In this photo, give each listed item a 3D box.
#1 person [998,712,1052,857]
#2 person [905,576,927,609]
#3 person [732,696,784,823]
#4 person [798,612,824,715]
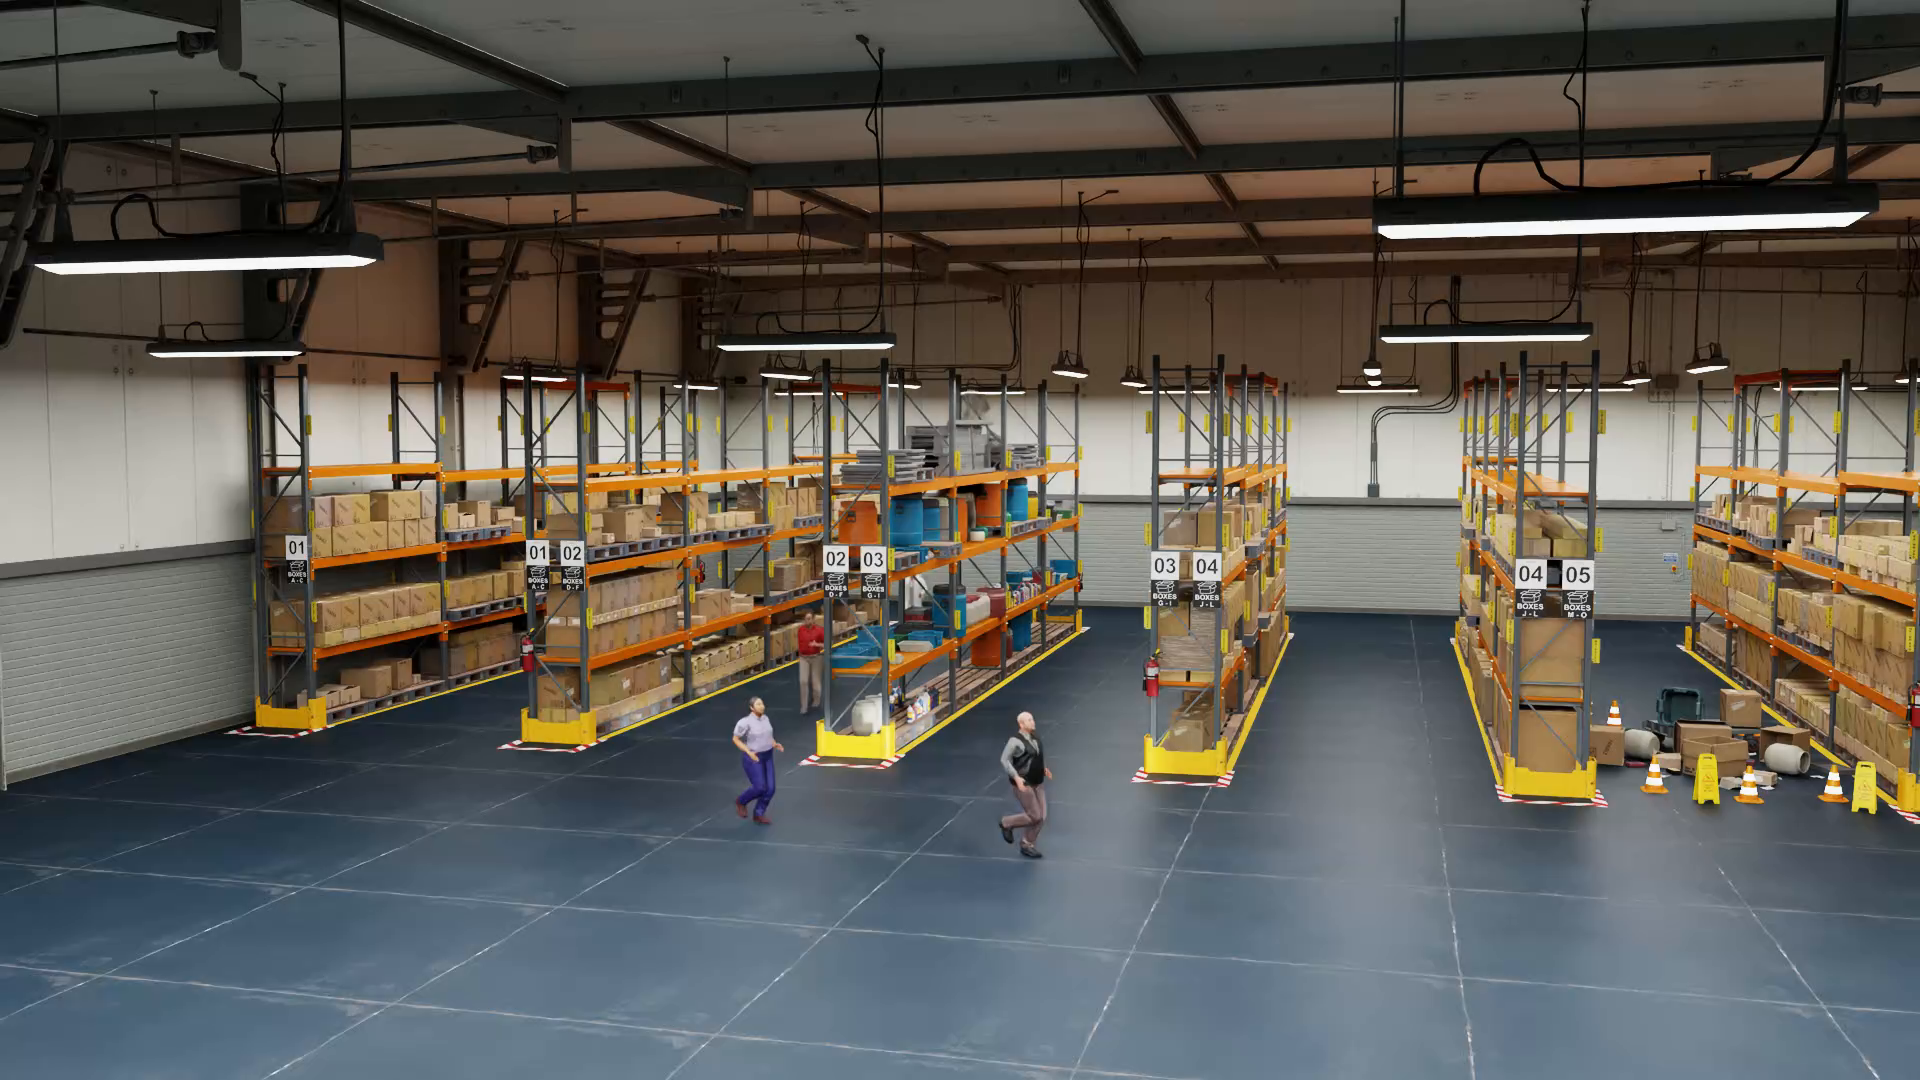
[{"bbox_3d":[0.781,2.840,19.342,0.538,1.683,0.660,3,5,38],"label":"person"},{"bbox_3d":[-1.095,1.471,38.501,0.686,1.773,1.014,0,4,5],"label":"person"},{"bbox_3d":[-2.531,2.761,20.911,0.568,1.597,0.603,3,5,39],"label":"person"},{"bbox_3d":[-2.579,2.164,29.046,0.626,1.804,0.785,1,4,9],"label":"person"}]
